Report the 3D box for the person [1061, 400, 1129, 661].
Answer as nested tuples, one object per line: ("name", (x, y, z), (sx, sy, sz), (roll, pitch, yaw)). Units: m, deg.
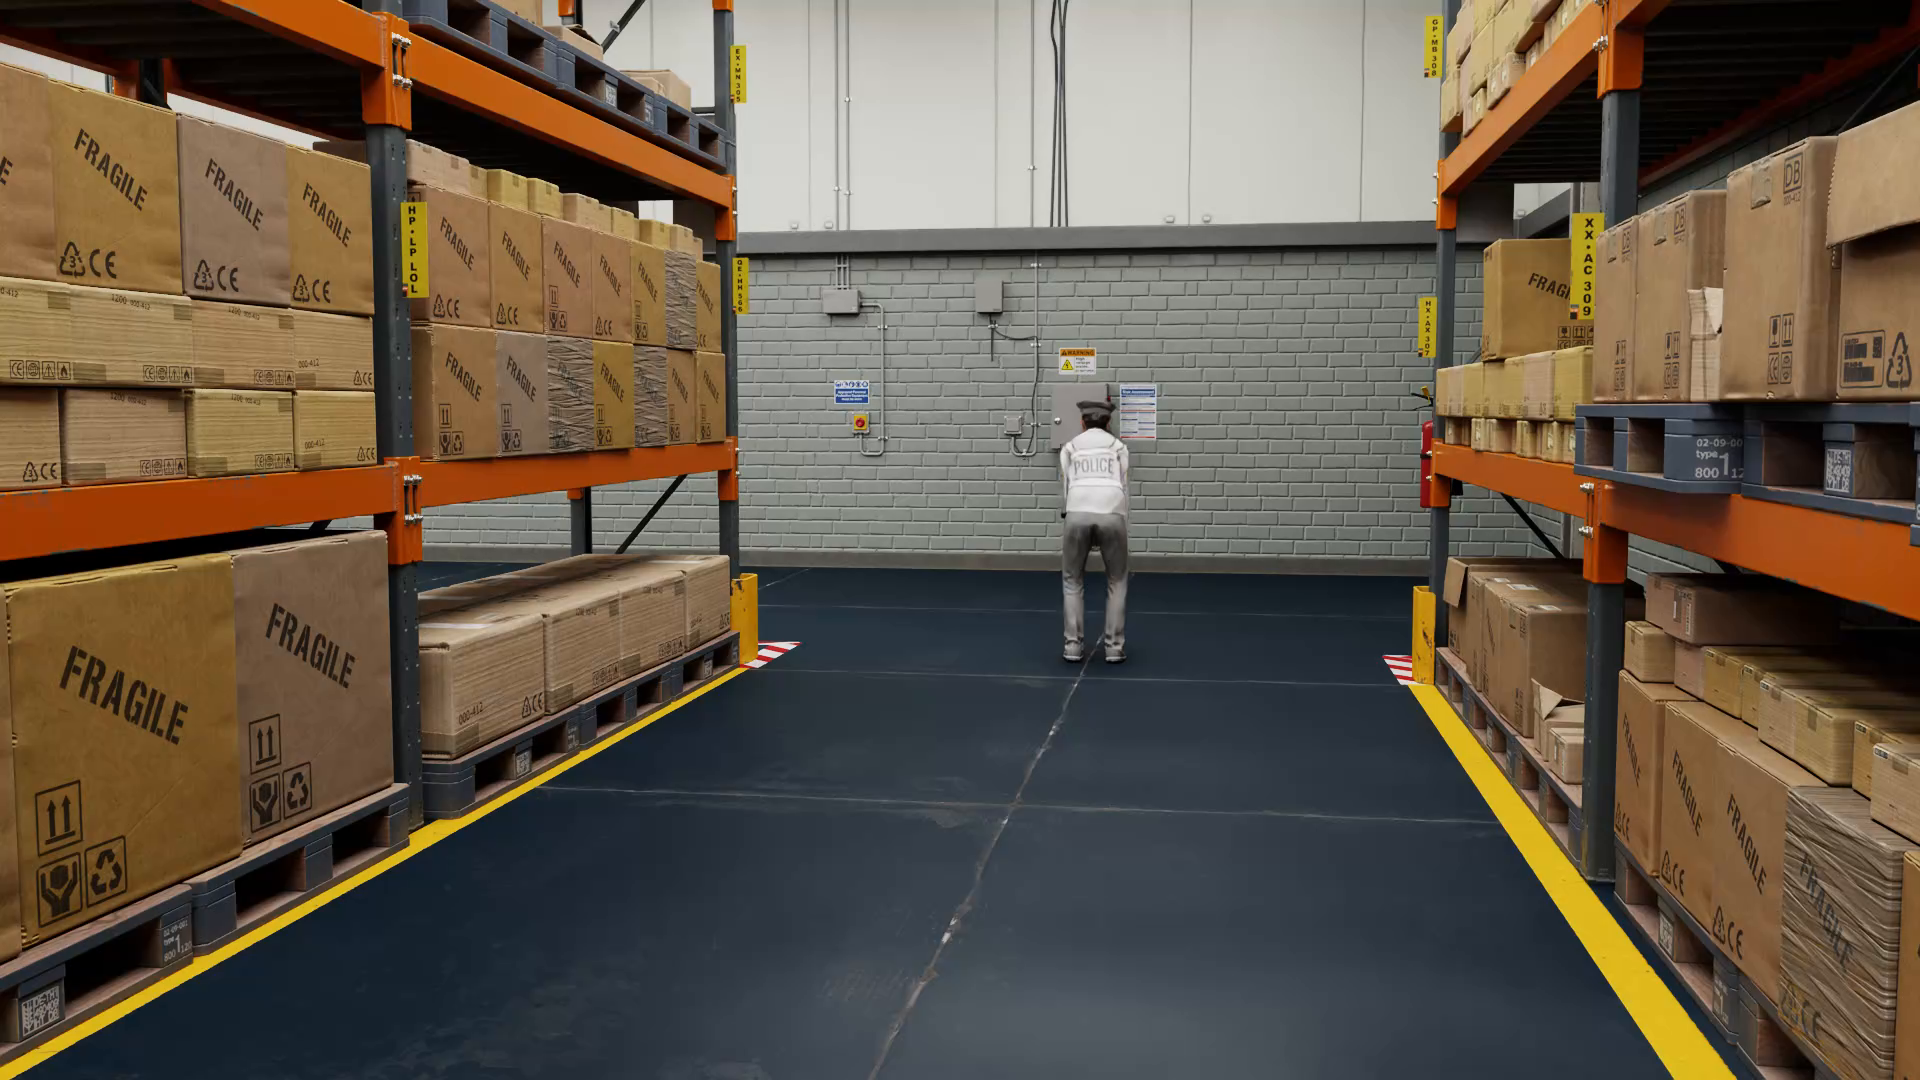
("person", (0.802, -0.062, 9.932), (0.414, 1.551, 0.650), (1, 5, 7))
